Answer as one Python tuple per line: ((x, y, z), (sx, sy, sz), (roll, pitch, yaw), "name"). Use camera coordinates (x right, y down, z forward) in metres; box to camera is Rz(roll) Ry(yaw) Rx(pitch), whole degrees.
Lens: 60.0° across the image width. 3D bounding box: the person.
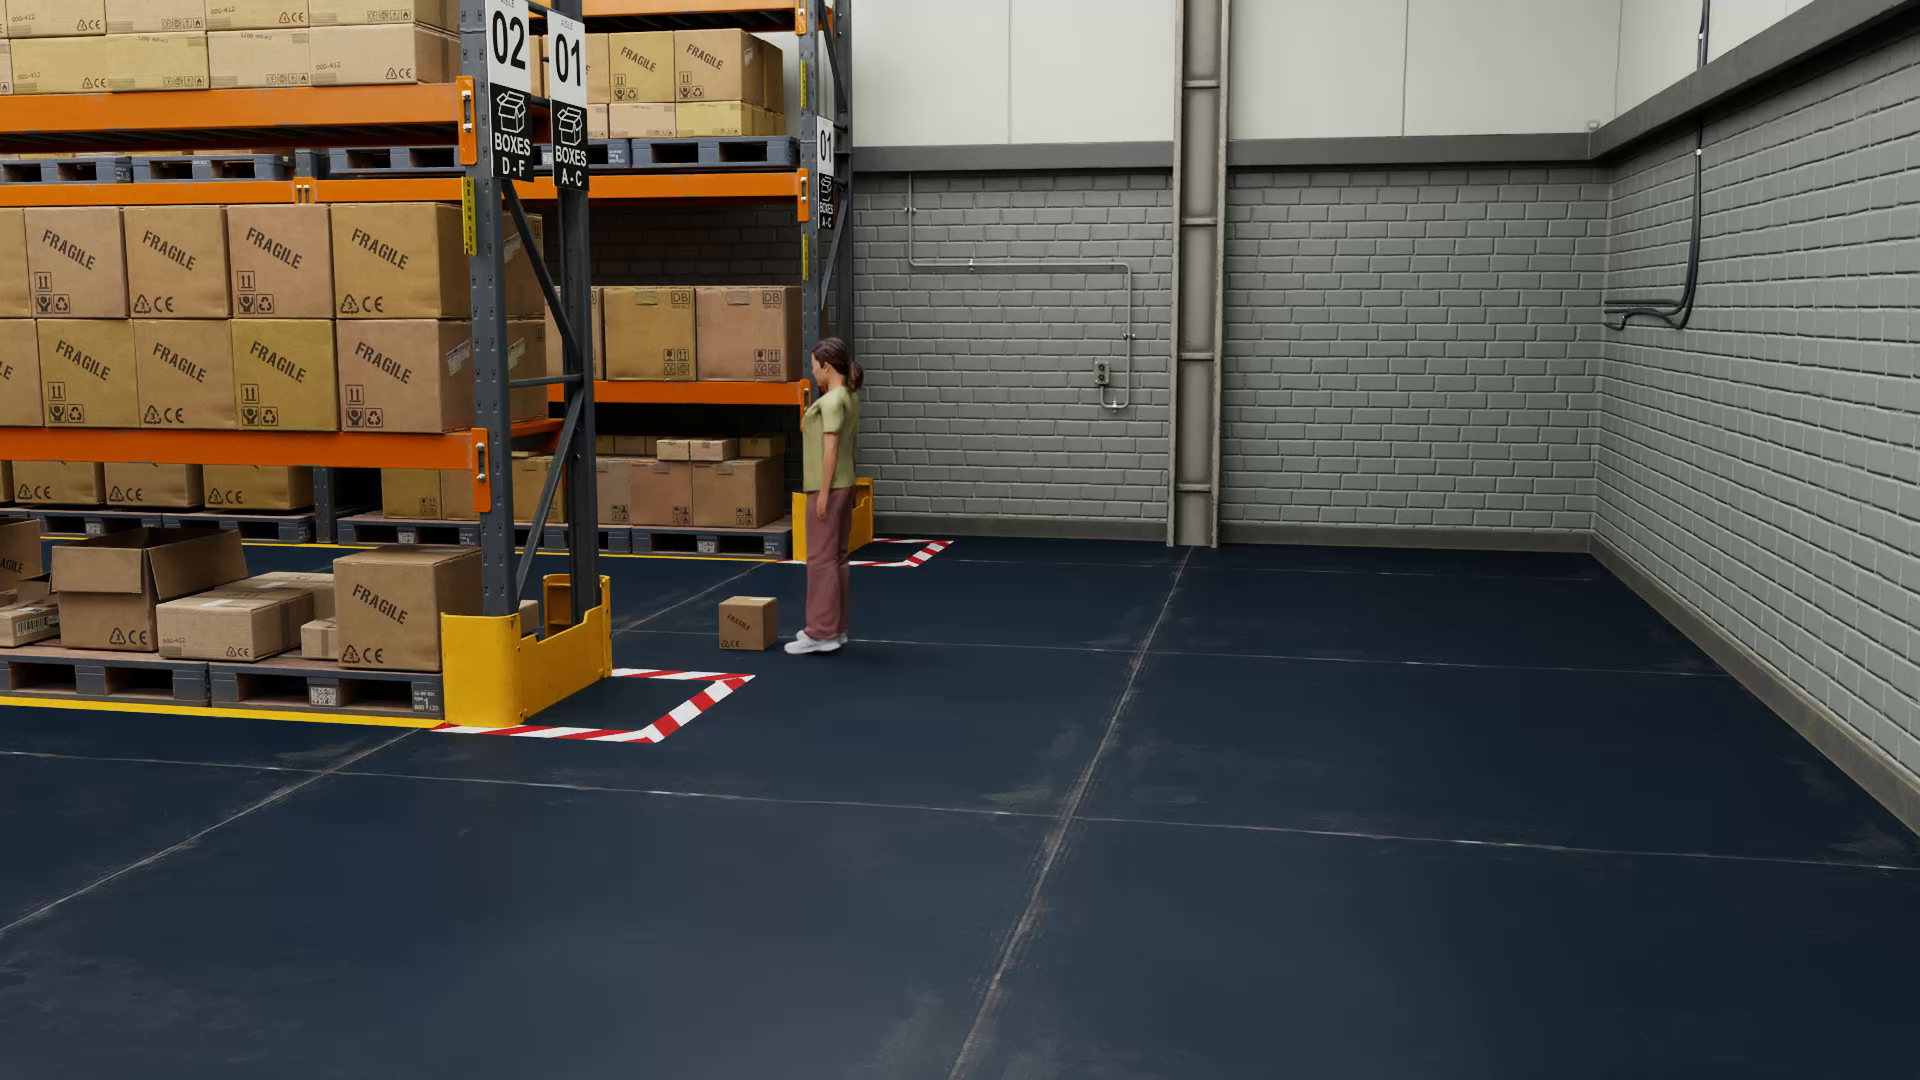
((-0.716, -0.242, 8.981), (0.434, 1.697, 0.453), (2, 8, 12), "person")
